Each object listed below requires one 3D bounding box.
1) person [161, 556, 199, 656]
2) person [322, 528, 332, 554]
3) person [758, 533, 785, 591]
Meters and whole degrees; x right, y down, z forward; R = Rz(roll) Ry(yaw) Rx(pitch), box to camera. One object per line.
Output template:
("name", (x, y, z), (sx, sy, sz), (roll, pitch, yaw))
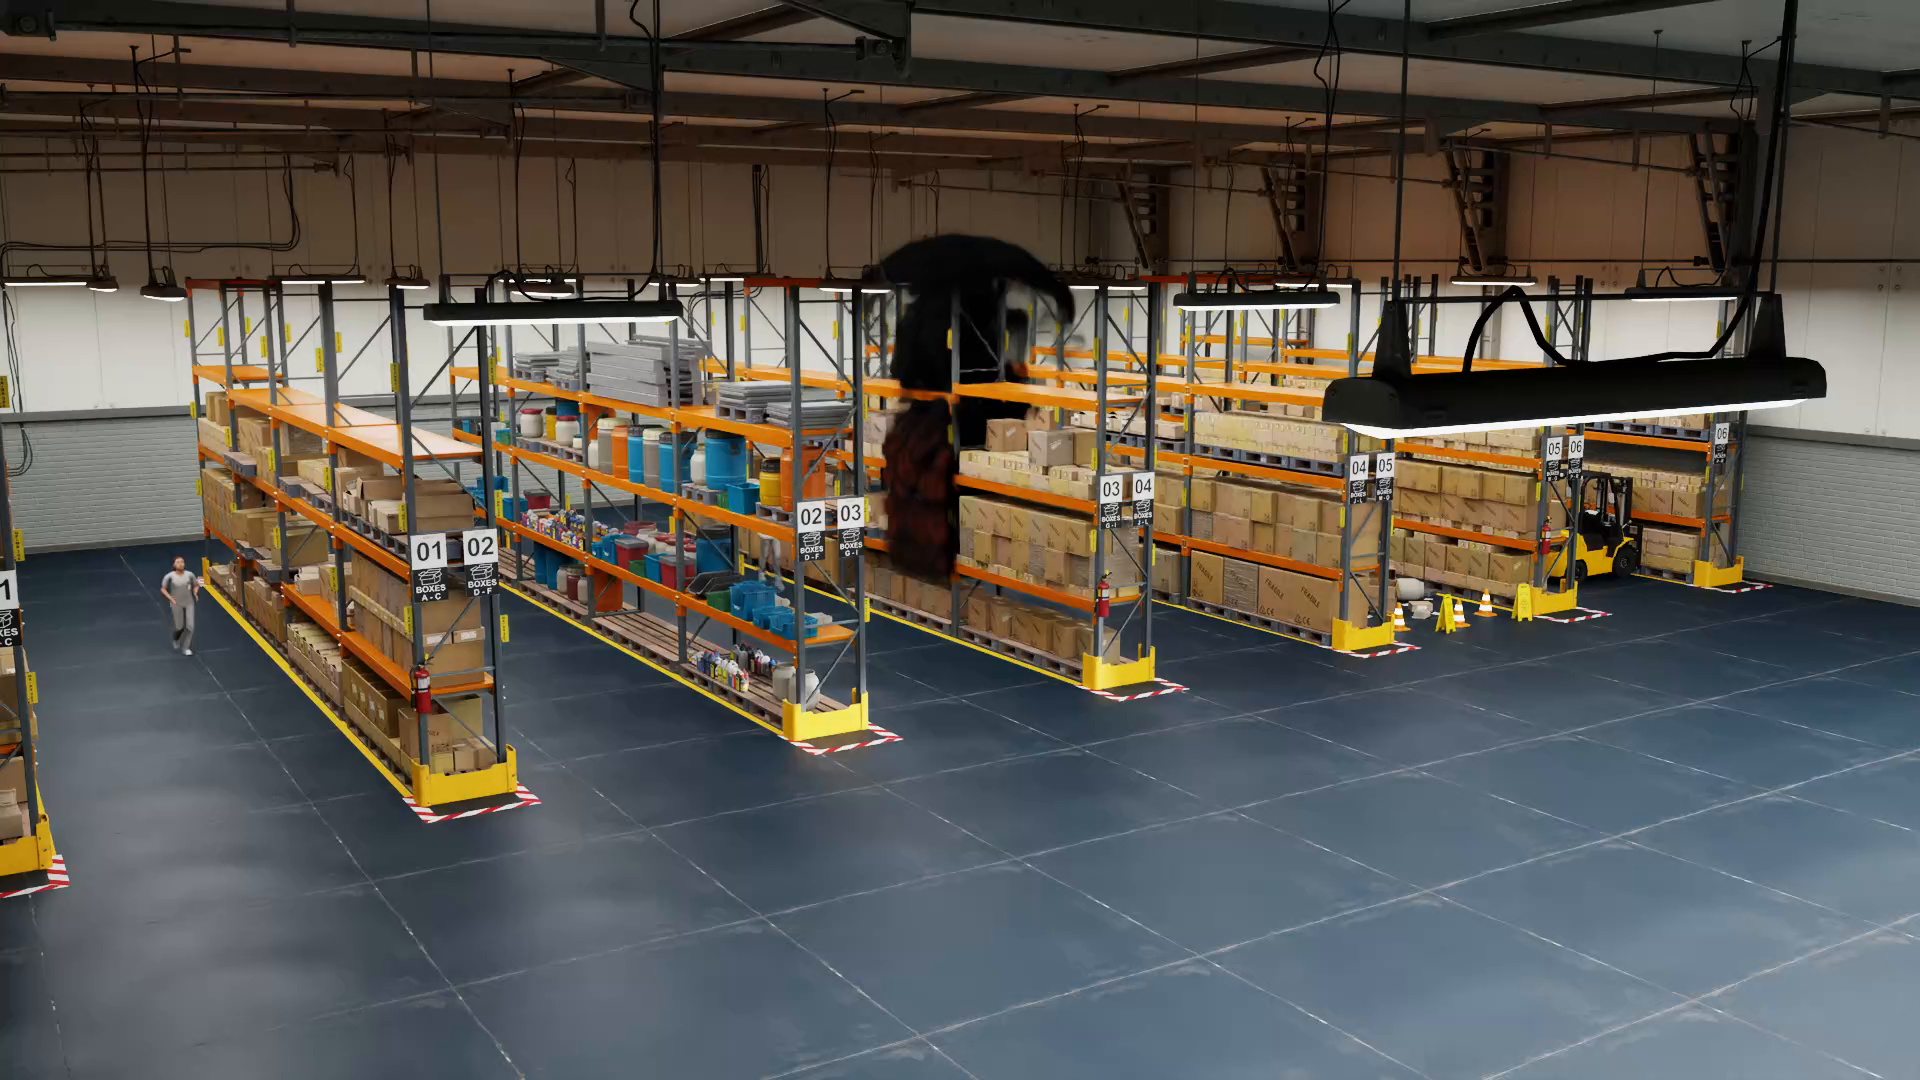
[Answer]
("person", (-12.566, 1.050, 26.879), (0.561, 1.619, 0.588), (-8, 12, -38))
("person", (-13.204, -0.158, 34.018), (0.864, 1.700, 0.637), (4, 10, 22))
("person", (-3.537, -0.003, 31.129), (0.724, 1.888, 0.736), (-6, 11, -31))
